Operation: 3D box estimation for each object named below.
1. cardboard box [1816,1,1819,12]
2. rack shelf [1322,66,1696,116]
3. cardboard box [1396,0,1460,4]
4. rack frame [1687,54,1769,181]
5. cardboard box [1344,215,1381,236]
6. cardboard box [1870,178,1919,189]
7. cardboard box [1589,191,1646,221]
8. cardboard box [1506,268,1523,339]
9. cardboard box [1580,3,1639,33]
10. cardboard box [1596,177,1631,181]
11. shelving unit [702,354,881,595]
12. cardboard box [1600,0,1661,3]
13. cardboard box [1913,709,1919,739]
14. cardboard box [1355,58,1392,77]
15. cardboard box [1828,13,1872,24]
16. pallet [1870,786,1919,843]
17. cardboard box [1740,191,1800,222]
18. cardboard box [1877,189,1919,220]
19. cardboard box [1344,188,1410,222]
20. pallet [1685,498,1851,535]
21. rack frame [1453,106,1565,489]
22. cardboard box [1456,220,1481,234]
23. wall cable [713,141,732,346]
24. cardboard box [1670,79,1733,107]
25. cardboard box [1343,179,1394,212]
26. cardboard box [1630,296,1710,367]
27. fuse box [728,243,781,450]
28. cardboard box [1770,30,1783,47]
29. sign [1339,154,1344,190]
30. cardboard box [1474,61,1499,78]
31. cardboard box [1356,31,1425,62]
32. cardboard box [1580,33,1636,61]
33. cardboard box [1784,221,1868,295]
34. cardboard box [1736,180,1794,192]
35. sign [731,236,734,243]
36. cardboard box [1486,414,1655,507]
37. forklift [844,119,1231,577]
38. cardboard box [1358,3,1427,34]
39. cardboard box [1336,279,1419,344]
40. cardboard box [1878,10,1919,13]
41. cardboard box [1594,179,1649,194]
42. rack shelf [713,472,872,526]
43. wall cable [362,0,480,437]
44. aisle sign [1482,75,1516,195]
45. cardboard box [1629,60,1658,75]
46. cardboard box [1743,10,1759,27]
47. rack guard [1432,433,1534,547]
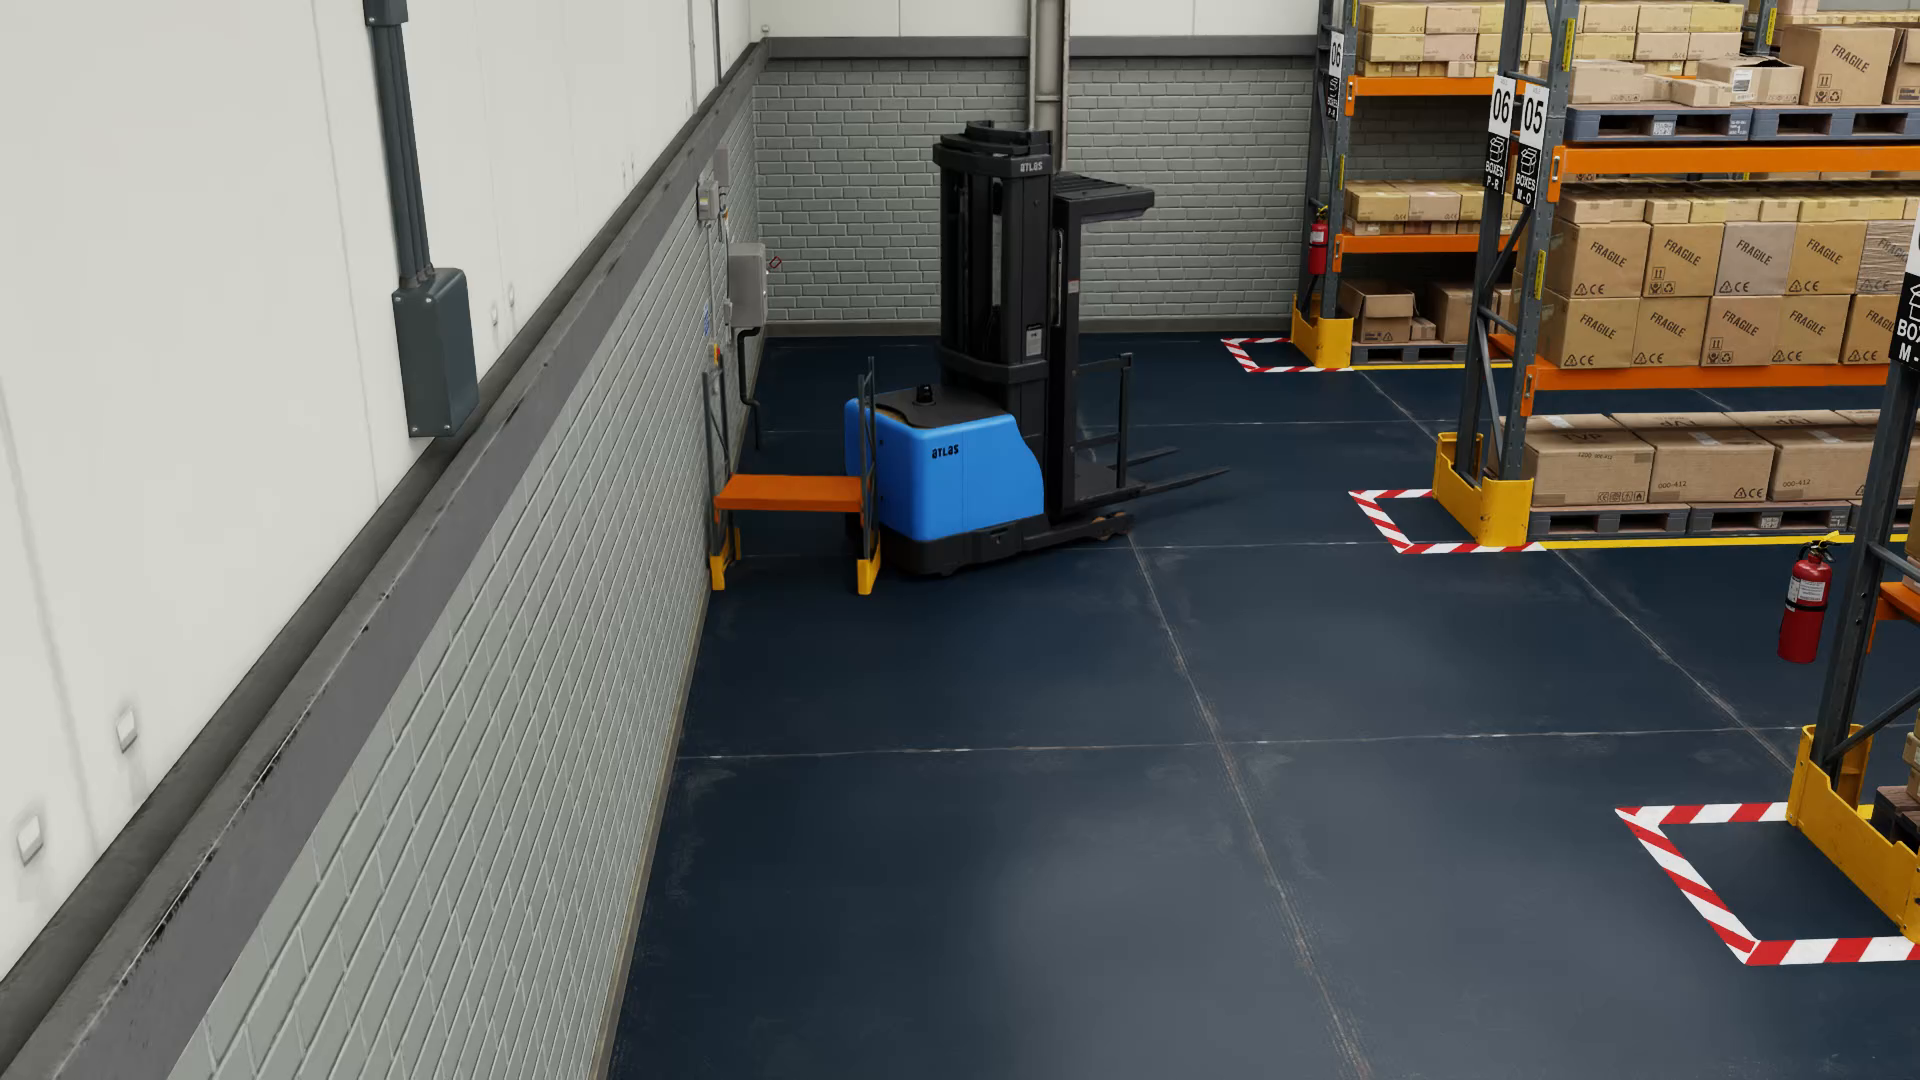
[{"bbox_3d":[8.190,-5.313,16.266,0.258,0.266,0.396,-1,21,-3],"label":"cardboard box"},{"bbox_3d":[5.629,-4.430,16.336,4.000,0.370,1.077,-1,21,-3],"label":"rack shelf"},{"bbox_3d":[4.580,-5.147,16.297,0.500,0.250,0.500,-2,21,-5],"label":"cardboard box"},{"bbox_3d":[7.626,-3.405,16.848,0.127,3.000,1.000,-1,21,-3],"label":"rack frame"},{"bbox_3d":[3.977,-3.115,16.441,0.250,0.149,0.380,-1,21,-3],"label":"cardboard box"},{"bbox_3d":[6.824,-2.530,12.094,0.250,0.149,0.380,-1,21,-3],"label":"cardboard box"},{"bbox_3d":[4.548,-2.317,11.534,0.250,0.149,0.380,-1,21,-2],"label":"cardboard box"},{"bbox_3d":[4.386,-1.711,12.259,0.500,0.500,0.500,-1,21,-3],"label":"cardboard box"},{"bbox_3d":[6.123,-4.993,15.894,0.500,0.250,0.500,-1,21,-2],"label":"cardboard box"},{"bbox_3d":[6.616,-3.547,17.015,0.500,0.250,0.500,-1,21,-4],"label":"cardboard box"},{"bbox_3d":[-1.122,-0.449,11.170,1.083,1.500,0.587,1,21,5],"label":"shelving unit"},{"bbox_3d":[6.599,-5.184,16.396,0.500,0.250,0.500,-2,21,-5],"label":"cardboard box"},{"bbox_3d":[4.817,0.953,7.982,0.250,0.149,0.380,-1,21,-2],"label":"cardboard box"},{"bbox_3d":[3.964,-4.532,15.946,0.250,0.149,0.380,-1,21,-2],"label":"cardboard box"},{"bbox_3d":[8.467,-4.942,15.875,0.250,0.149,0.380,-2,21,-4],"label":"cardboard box"},{"bbox_3d":[5.192,1.494,7.901,1.213,0.211,1.003,-1,21,-3],"label":"pallet"},{"bbox_3d":[5.586,-2.308,11.509,0.250,0.149,0.380,-1,21,-3],"label":"cardboard box"},{"bbox_3d":[6.605,-2.342,11.599,0.250,0.149,0.380,-1,21,-3],"label":"cardboard box"},{"bbox_3d":[4.101,-3.306,16.382,0.500,0.250,0.500,-1,21,-3],"label":"cardboard box"},{"bbox_3d":[5.929,-0.325,12.678,1.213,0.211,1.003,-1,21,-3],"label":"pallet"},{"bbox_3d":[3.920,-1.561,12.004,0.127,3.000,1.000,-1,21,-3],"label":"rack frame"},{"bbox_3d":[5.009,-3.146,16.520,0.250,0.149,0.380,-1,21,-2],"label":"cardboard box"},{"bbox_3d":[-1.801,-2.416,12.823,0.122,1.984,0.588,-1,21,-3],"label":"wall cable"},{"bbox_3d":[5.019,-3.028,11.266,0.250,0.149,0.380,0,21,-1],"label":"cardboard box"},{"bbox_3d":[4.077,-3.496,16.881,0.500,0.250,0.500,-1,21,-1],"label":"cardboard box"},{"bbox_3d":[4.919,-1.535,11.797,0.500,0.500,0.500,-1,21,-4],"label":"cardboard box"},{"bbox_3d":[-1.683,-1.585,13.878,0.414,1.711,0.539,-1,21,-3],"label":"fuse box"},{"bbox_3d":[7.947,-4.797,15.912,0.250,0.149,0.380,-1,21,-2],"label":"cardboard box"},{"bbox_3d":[3.664,-3.535,15.975,0.005,0.325,0.100,-1,21,-3],"label":"sign"},{"bbox_3d":[4.997,-4.522,15.920,0.250,0.149,0.380,-1,21,-3],"label":"cardboard box"},{"bbox_3d":[4.091,-4.706,15.844,0.500,0.250,0.500,-1,21,-4],"label":"cardboard box"},{"bbox_3d":[6.128,-4.756,15.975,0.500,0.250,0.500,-1,21,-2],"label":"cardboard box"},{"bbox_3d":[5.942,-2.020,11.664,0.500,0.500,0.500,-1,21,-3],"label":"cardboard box"},{"bbox_3d":[5.801,-2.500,12.015,0.250,0.149,0.380,0,21,-1],"label":"cardboard box"},{"bbox_3d":[-1.918,-2.314,14.116,0.001,0.494,0.329,-1,21,-3],"label":"sign"},{"bbox_3d":[4.573,-0.608,12.514,0.875,0.438,0.875,-2,21,-5],"label":"cardboard box"},{"bbox_3d":[0.675,-1.509,11.964,3.031,2.935,1.130,-14,25,-32],"label":"forklift"},{"bbox_3d":[4.090,-4.948,15.776,0.500,0.250,0.500,-1,21,-4],"label":"cardboard box"},{"bbox_3d":[4.249,-2.332,16.949,0.637,0.503,0.797,-2,21,-5],"label":"cardboard box"},{"bbox_3d":[9.212,-5.127,16.360,0.250,0.149,0.380,-1,21,-3],"label":"cardboard box"},{"bbox_3d":[4.772,-2.505,12.027,0.250,0.149,0.380,-1,21,-4],"label":"cardboard box"},{"bbox_3d":[-1.111,-0.281,11.232,1.000,0.185,0.538,1,21,5],"label":"rack shelf"},{"bbox_3d":[-1.357,-3.457,4.032,0.120,5.999,2.277,-1,21,-3],"label":"wall cable"},{"bbox_3d":[3.830,-2.884,11.827,0.004,0.787,0.394,-1,21,-3],"label":"aisle sign"},{"bbox_3d":[6.525,-4.568,16.039,0.250,0.149,0.380,-1,21,-3],"label":"cardboard box"},{"bbox_3d":[7.919,-5.119,16.339,0.250,0.149,0.380,-1,21,-4],"label":"cardboard box"},{"bbox_3d":[3.896,-0.392,12.448,0.348,0.500,1.175,-1,21,-3],"label":"rack guard"}]
